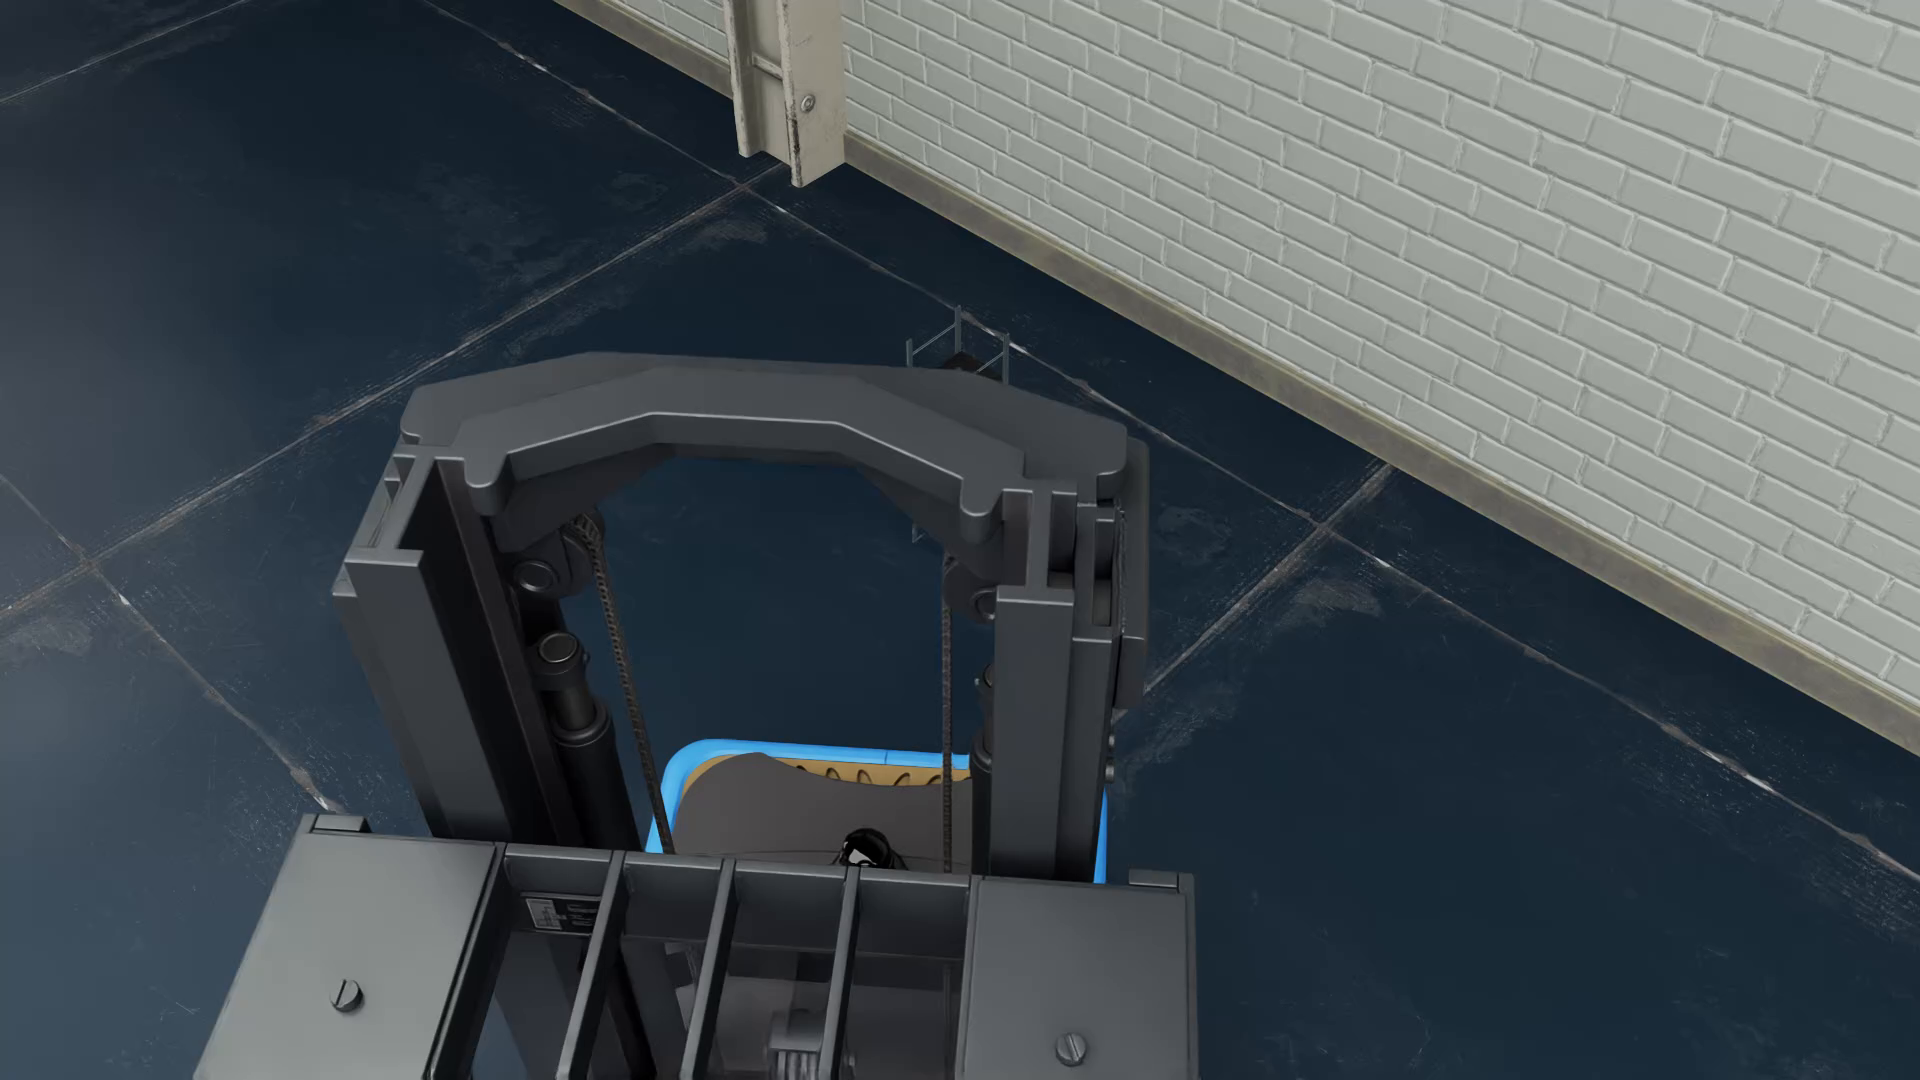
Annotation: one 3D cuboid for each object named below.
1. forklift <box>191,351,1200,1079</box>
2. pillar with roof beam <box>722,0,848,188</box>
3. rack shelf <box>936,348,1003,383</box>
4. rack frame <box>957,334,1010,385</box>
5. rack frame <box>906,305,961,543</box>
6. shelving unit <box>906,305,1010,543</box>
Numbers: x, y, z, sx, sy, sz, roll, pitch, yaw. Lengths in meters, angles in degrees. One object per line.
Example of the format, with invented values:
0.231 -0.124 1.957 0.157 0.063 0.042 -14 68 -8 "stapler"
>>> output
-0.286 1.288 2.530 1.130 2.935 3.031 3 47 3 "forklift"
-3.652 -2.472 1.898 0.400 9.000 9.100 34 55 28 "pillar with roof beam"
-0.006 -0.474 5.253 0.200 0.077 0.258 34 55 28 "rack shelf"
0.069 -0.262 5.379 0.006 0.900 0.240 34 55 28 "rack frame"
-0.081 -0.362 5.473 0.006 0.900 0.240 34 55 28 "rack frame"
-0.006 -0.312 5.426 0.210 0.900 0.258 34 55 28 "shelving unit"
